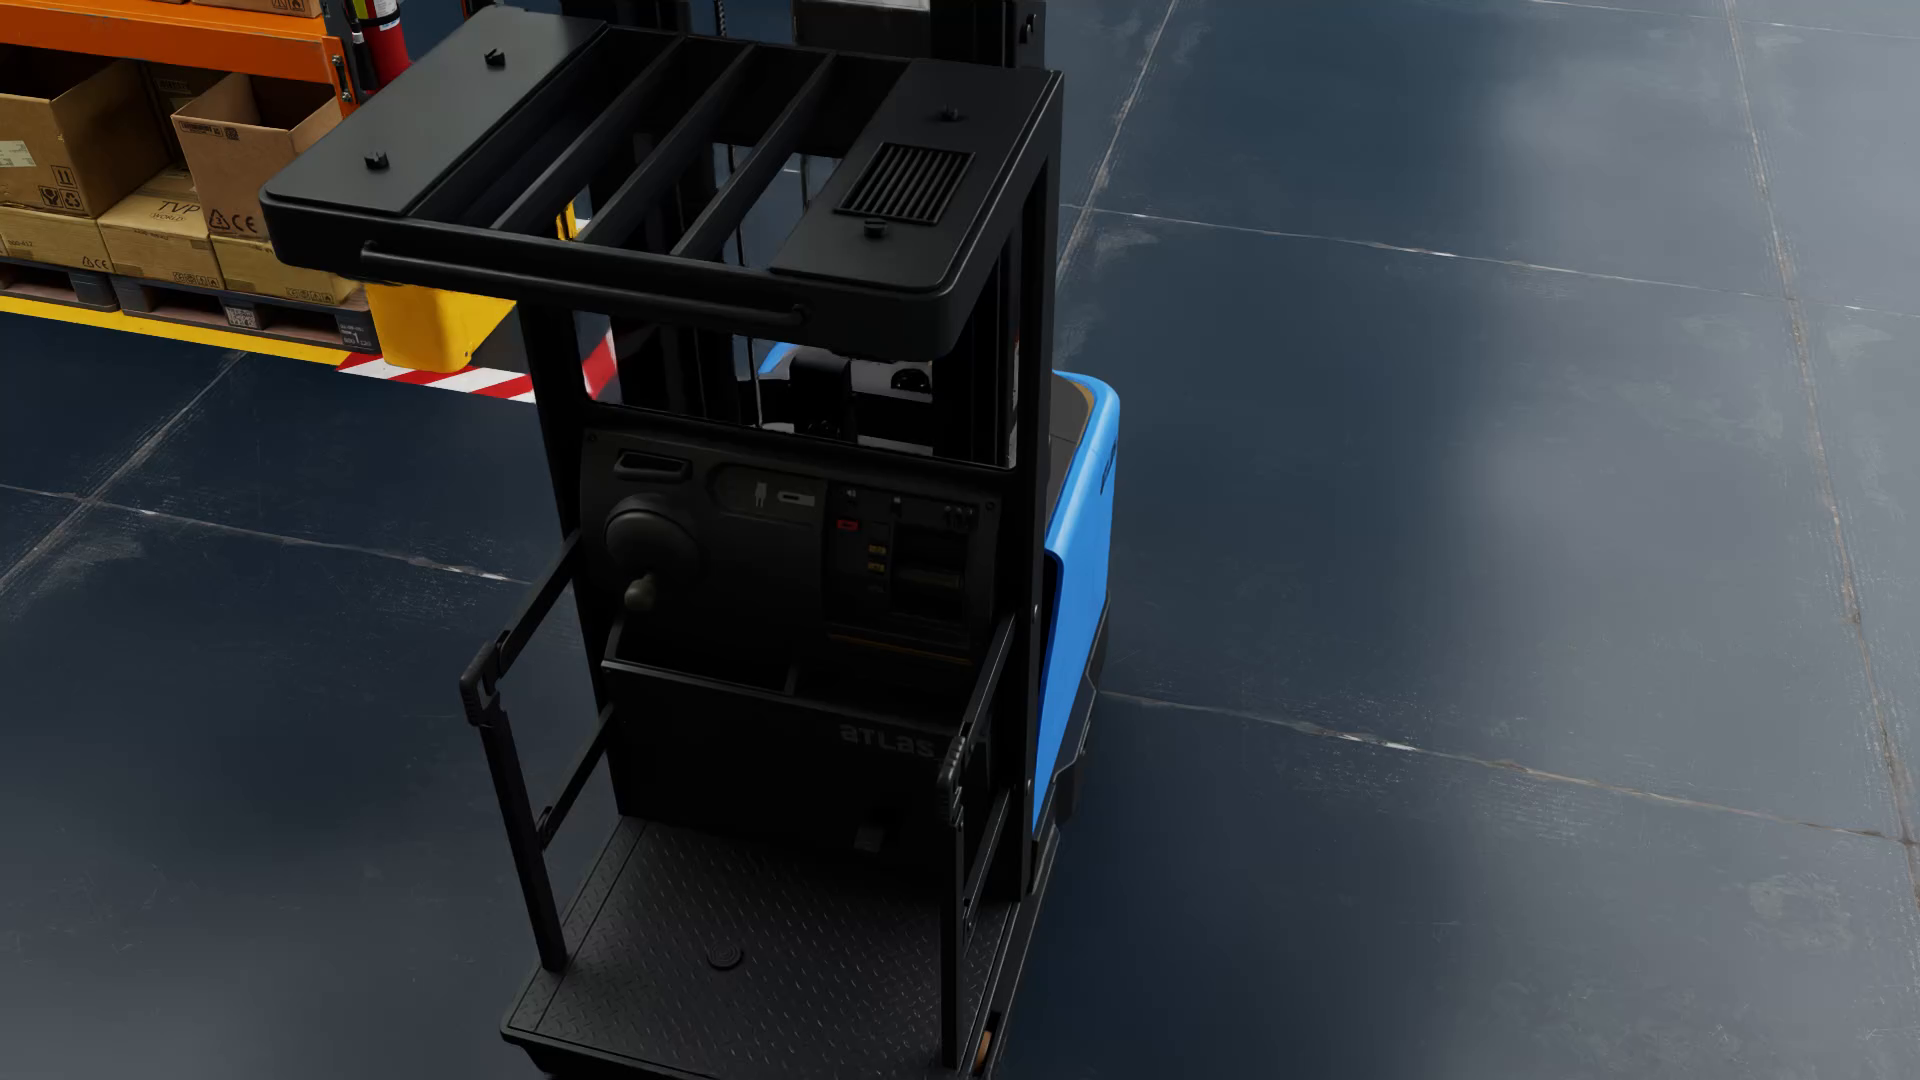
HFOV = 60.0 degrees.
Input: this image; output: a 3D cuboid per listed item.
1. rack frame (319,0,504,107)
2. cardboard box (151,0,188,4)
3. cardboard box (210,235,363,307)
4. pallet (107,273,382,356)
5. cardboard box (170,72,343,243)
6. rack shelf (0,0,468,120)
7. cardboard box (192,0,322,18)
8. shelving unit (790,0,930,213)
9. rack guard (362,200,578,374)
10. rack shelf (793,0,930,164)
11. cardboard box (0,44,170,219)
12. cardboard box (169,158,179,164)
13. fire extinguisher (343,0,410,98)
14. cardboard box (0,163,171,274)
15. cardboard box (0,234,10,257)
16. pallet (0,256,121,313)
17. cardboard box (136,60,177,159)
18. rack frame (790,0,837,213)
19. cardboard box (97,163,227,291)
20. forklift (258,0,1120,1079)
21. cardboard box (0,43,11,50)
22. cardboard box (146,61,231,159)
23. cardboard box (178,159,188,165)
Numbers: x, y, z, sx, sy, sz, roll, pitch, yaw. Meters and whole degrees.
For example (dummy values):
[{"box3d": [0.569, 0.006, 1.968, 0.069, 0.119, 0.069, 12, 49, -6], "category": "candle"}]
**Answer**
[{"box3d": [-2.012, -2.187, 6.022, 0.127, 3.000, 1.000, 10, 41, 11], "category": "rack frame"}, {"box3d": [-2.969, -2.395, 6.192, 0.500, 0.500, 0.700, 11, 41, 13], "category": "cardboard box"}, {"box3d": [-2.607, -1.201, 6.659, 0.500, 0.250, 0.500, 10, 41, 11], "category": "cardboard box"}, {"box3d": [-2.762, -1.220, 7.039, 1.213, 0.211, 1.003, 10, 41, 11], "category": "pallet"}, {"box3d": [-2.607, -1.486, 6.416, 0.500, 0.500, 0.500, 10, 41, 11], "category": "cardboard box"}, {"box3d": [-3.944, -2.244, 6.649, 4.000, 0.370, 1.077, 10, 41, 11], "category": "rack shelf"}, {"box3d": [-2.460, -2.311, 6.092, 0.500, 0.500, 0.700, 10, 41, 11], "category": "cardboard box"}, {"box3d": [-0.160, -0.832, 5.107, 0.503, 2.100, 0.431, 10, 41, 11], "category": "shelving unit"}, {"box3d": [-1.989, -1.226, 6.821, 0.348, 0.500, 1.175, 10, 41, 11], "category": "rack guard"}, {"box3d": [-0.160, -1.357, 4.666, 0.480, 0.518, 0.431, 10, 41, 11], "category": "rack shelf"}, {"box3d": [-3.577, -1.644, 6.603, 0.500, 0.500, 0.500, 10, 41, 11], "category": "cardboard box"}, {"box3d": [-3.440, -1.687, 7.237, 0.500, 0.250, 0.500, 10, 41, 11], "category": "cardboard box"}, {"box3d": [-2.018, -1.849, 5.680, 0.183, 0.674, 0.296, 10, 41, 11], "category": "fire extinguisher"}, {"box3d": [-3.576, -1.358, 6.846, 0.500, 0.250, 0.500, 10, 41, 11], "category": "cardboard box"}, {"box3d": [-4.059, -1.443, 6.947, 0.500, 0.250, 0.500, 10, 41, 11], "category": "cardboard box"}, {"box3d": [-3.937, -1.425, 7.282, 1.213, 0.211, 1.003, 10, 41, 11], "category": "pallet"}, {"box3d": [-3.443, -1.967, 6.988, 0.500, 0.500, 0.500, 10, 41, 11], "category": "cardboard box"}, {"box3d": [-0.396, -0.872, 5.156, 0.015, 2.100, 0.400, 10, 41, 11], "category": "rack frame"}, {"box3d": [-3.093, -1.276, 6.749, 0.500, 0.250, 0.500, 10, 41, 11], "category": "cardboard box"}, {"box3d": [-0.424, 0.084, 3.371, 1.130, 2.935, 3.031, 10, 41, 12], "category": "forklift"}, {"box3d": [-4.060, -1.728, 6.703, 0.500, 0.500, 0.500, 10, 41, 11], "category": "cardboard box"}, {"box3d": [-2.956, -1.891, 6.898, 0.500, 0.500, 0.500, 10, 41, 11], "category": "cardboard box"}, {"box3d": [-2.957, -1.603, 7.138, 0.500, 0.250, 0.500, 10, 41, 11], "category": "cardboard box"}]
